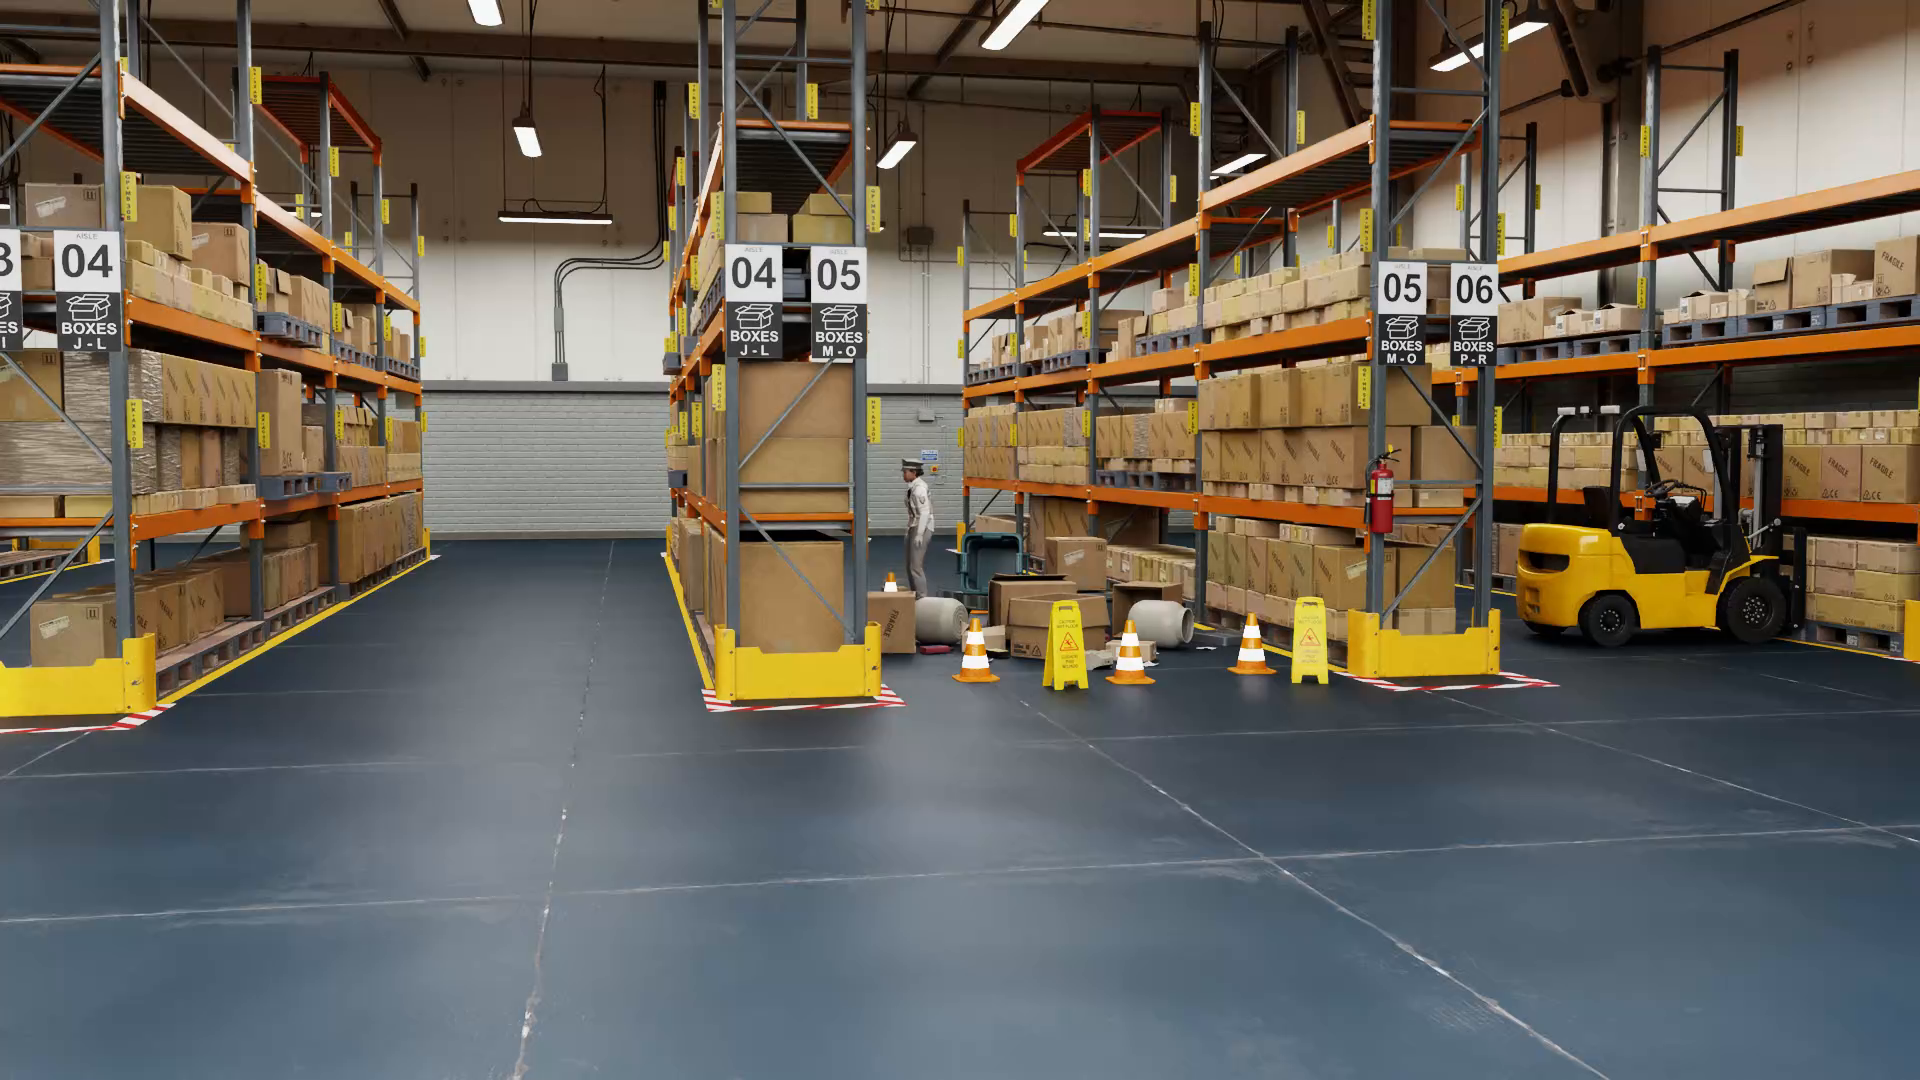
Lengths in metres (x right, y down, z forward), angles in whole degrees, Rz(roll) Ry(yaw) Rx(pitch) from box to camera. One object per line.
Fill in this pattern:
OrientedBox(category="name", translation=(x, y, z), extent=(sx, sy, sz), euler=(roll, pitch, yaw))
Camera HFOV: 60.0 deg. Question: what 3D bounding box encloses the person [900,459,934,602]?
OrientedBox(category="person", translation=(-0.479, -0.063, 18.272), extent=(0.374, 1.661, 0.539), euler=(-1, 3, -15))
